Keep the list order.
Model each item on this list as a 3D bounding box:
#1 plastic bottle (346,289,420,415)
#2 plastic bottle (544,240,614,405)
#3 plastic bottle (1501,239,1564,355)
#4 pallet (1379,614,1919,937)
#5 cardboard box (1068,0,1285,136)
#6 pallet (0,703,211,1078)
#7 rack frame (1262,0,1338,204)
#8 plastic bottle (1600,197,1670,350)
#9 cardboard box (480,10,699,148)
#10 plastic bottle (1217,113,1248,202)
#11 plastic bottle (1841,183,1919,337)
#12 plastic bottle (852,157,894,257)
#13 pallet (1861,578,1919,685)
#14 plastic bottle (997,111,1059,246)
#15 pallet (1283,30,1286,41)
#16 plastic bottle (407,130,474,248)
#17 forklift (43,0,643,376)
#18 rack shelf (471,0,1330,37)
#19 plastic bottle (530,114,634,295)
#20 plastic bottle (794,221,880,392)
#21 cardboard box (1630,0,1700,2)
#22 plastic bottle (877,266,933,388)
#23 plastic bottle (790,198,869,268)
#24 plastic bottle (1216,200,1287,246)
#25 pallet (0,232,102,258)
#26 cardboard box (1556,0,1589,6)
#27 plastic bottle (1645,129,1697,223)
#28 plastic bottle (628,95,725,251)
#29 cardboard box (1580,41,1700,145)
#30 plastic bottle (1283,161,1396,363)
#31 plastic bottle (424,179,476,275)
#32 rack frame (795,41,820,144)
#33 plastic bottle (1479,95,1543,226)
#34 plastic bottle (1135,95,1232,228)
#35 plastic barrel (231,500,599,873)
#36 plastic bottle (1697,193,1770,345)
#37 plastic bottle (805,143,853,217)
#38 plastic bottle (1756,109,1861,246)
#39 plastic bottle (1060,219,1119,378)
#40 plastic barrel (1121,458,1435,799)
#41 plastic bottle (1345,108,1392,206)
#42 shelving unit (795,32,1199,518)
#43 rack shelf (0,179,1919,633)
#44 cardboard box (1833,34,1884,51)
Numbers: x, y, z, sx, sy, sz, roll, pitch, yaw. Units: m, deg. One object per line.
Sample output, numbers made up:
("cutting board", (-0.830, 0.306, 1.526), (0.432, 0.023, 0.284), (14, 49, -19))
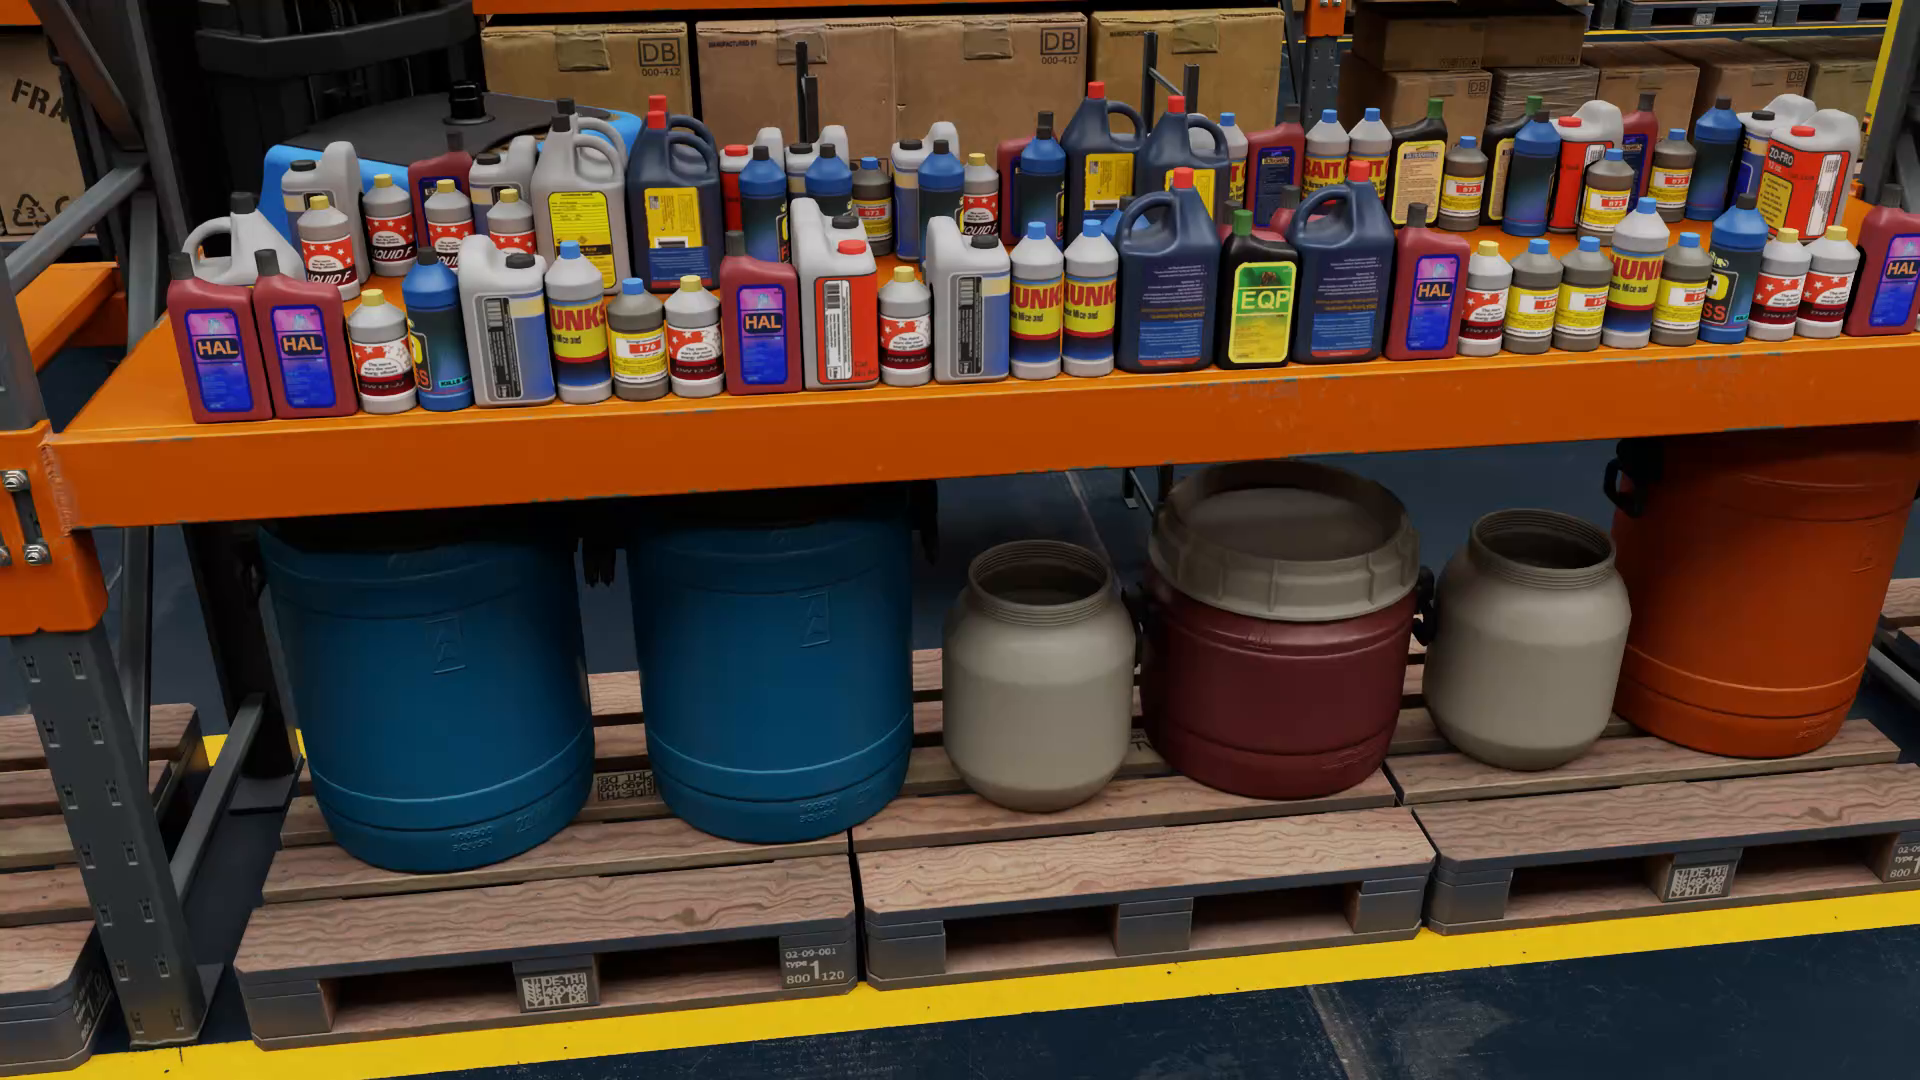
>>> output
("plastic bottle", (-0.977, -0.322, 2.810), (0.097, 0.201, 0.097), (0, 27, 0))
("plastic bottle", (-0.651, -0.374, 2.835), (0.097, 0.271, 0.097), (0, 27, 0))
("plastic bottle", (1.052, -0.453, 3.064), (0.097, 0.201, 0.097), (0, 27, 0))
("pallet", (1.542, 0.499, 4.046), (1.213, 0.211, 1.003), (-4, 27, -7))
("cardboard box", (0.941, -2.257, 8.229), (0.875, 0.875, 1.225), (-5, 28, -10))
("pallet", (-2.367, 0.749, 3.559), (1.213, 0.211, 1.003), (-4, 27, -7))
("rack frame", (1.627, -3.049, 7.907), (0.127, 3.000, 1.000), (-4, 27, -7))
("plastic bottle", (1.245, -0.496, 3.072), (0.097, 0.271, 0.097), (0, 27, 0))
("cardboard box", (-1.703, -2.086, 7.898), (0.875, 0.875, 1.225), (-4, 27, -7))
("plastic bottle", (0.581, -0.803, 3.671), (0.097, 0.271, 0.097), (0, 27, 0))
("plastic bottle", (1.748, -0.525, 3.116), (0.133, 0.283, 0.061), (-4, 27, -7))
("plastic bottle", (-0.193, -0.722, 3.590), (0.097, 0.201, 0.097), (0, 27, 0))
("pallet", (3.090, 0.398, 4.242), (1.213, 0.211, 1.003), (-4, 27, -7))
("plastic bottle", (0.148, -0.789, 3.630), (0.133, 0.283, 0.061), (-4, 27, -7))
("pallet", (1.827, -4.074, 12.958), (1.213, 0.211, 1.003), (-4, 27, -7))
("plastic bottle", (-1.076, -0.711, 3.477), (0.133, 0.283, 0.061), (-4, 27, -7))
("forklift", (-2.610, -1.979, 5.897), (3.031, 2.935, 1.130), (15, 31, 26))
("rack shelf", (-0.353, -2.602, 7.824), (4.000, 0.370, 1.077), (-4, 27, -7))
("plastic bottle", (-0.759, -0.675, 3.334), (0.185, 0.351, 0.144), (-4, 27, -7))
("plastic bottle", (-0.215, -0.417, 2.913), (0.135, 0.276, 0.152), (-4, 27, -7))
("cardboard box", (5.630, -4.802, 13.191), (0.875, 0.875, 0.875), (-3, 27, -6))
("plastic bottle", (-0.097, -0.379, 2.920), (0.097, 0.201, 0.097), (0, 27, 0))
("plastic bottle", (-0.237, -0.486, 3.047), (0.135, 0.276, 0.152), (-4, 27, -7))
("plastic bottle", (0.521, -0.475, 3.017), (0.133, 0.283, 0.061), (-4, 27, -7))
("pallet", (-4.308, -1.462, 7.869), (1.213, 0.211, 1.003), (-4, 27, -7))
("cardboard box", (4.395, -4.658, 13.047), (0.750, 0.750, 1.050), (-4, 27, -7))
("plastic bottle", (1.629, -0.839, 3.818), (0.097, 0.201, 0.097), (0, 27, 0))
("plastic bottle", (-0.596, -0.752, 3.484), (0.185, 0.351, 0.144), (-4, 27, -7))
("cardboard box", (3.396, -2.265, 8.635), (0.500, 0.500, 0.700), (-1, 27, -3))
("plastic bottle", (0.681, -0.506, 3.004), (0.185, 0.351, 0.144), (-4, 27, -7))
("plastic bottle", (-1.047, -0.640, 3.428), (0.097, 0.201, 0.097), (0, 27, 0))
("rack frame", (-0.419, -0.640, 4.855), (0.032, 1.500, 0.500), (-4, 27, -7))
("plastic bottle", (1.246, -0.860, 3.768), (0.133, 0.283, 0.061), (-4, 27, -7))
("plastic bottle", (0.466, -0.750, 3.481), (0.185, 0.351, 0.144), (-4, 27, -7))
("plastic barrel", (-1.103, 0.164, 3.483), (0.708, 0.901, 0.600), (-4, 27, -7))
("plastic bottle", (1.438, -0.508, 3.096), (0.097, 0.271, 0.097), (0, 27, 0))
("plastic bottle", (-0.268, -0.679, 3.428), (0.097, 0.271, 0.097), (0, 27, 0))
("plastic bottle", (1.865, -0.805, 3.669), (0.135, 0.276, 0.152), (-4, 27, -7))
("plastic bottle", (0.229, -0.431, 2.945), (0.097, 0.271, 0.097), (0, 27, 0))
("plastic barrel", (0.717, 0.186, 3.783), (0.708, 0.588, 0.600), (-4, 27, -7))
("plastic bottle", (0.906, -0.824, 3.712), (0.097, 0.271, 0.097), (0, 27, 0))
("shelving unit", (0.084, -0.673, 4.918), (1.048, 1.500, 0.538), (-4, 27, -7))
("rack shelf", (0.337, -0.363, 3.460), (4.000, 0.370, 1.077), (-4, 27, -7))
("cardboard box", (4.977, -2.358, 8.816), (0.500, 0.500, 0.700), (-6, 28, -11))
